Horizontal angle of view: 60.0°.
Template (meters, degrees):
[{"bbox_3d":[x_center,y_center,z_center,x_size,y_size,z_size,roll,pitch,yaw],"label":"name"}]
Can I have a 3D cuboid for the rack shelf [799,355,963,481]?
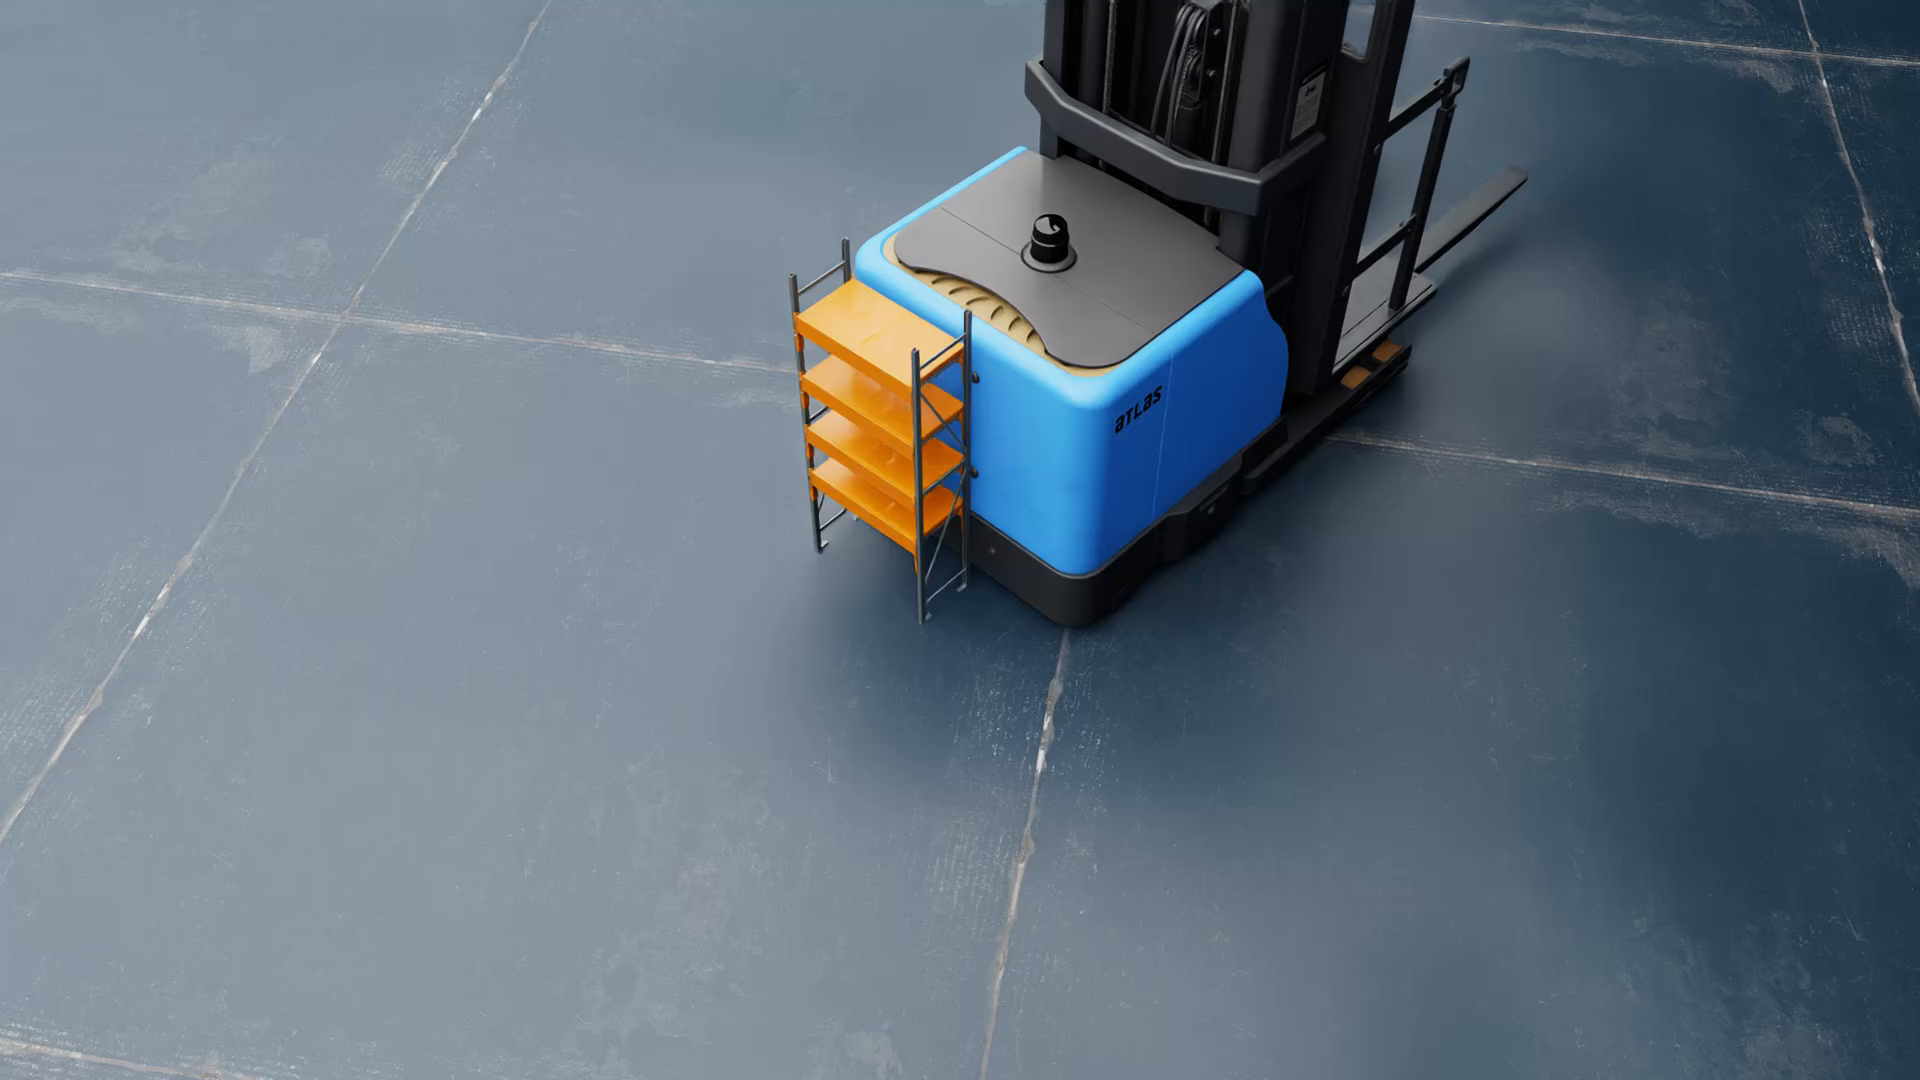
[{"bbox_3d":[-0.233,-0.414,5.105,0.480,0.148,0.258,34,56,26],"label":"rack shelf"}]

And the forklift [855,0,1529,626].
[{"bbox_3d":[1.043,-1.700,5.307,1.130,2.935,3.031,36,57,28],"label":"forklift"}]

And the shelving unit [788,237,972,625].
[{"bbox_3d":[-0.233,-0.310,5.222,0.503,1.200,0.258,34,56,26],"label":"shelving unit"}]

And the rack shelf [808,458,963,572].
[{"bbox_3d":[-0.233,-0.132,5.419,0.480,0.148,0.258,34,56,26],"label":"rack shelf"}]

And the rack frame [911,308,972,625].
[{"bbox_3d":[-0.051,-0.188,5.113,0.015,1.200,0.240,34,56,26],"label":"rack frame"}]

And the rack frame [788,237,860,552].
[{"bbox_3d":[-0.415,-0.431,5.330,0.015,1.200,0.240,34,56,26],"label":"rack frame"}]

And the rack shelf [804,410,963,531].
[{"bbox_3d":[-0.233,-0.265,5.272,0.480,0.148,0.258,34,56,26],"label":"rack shelf"}]

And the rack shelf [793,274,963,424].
[{"bbox_3d":[-0.233,-0.572,4.929,0.480,0.148,0.258,34,56,26],"label":"rack shelf"}]
